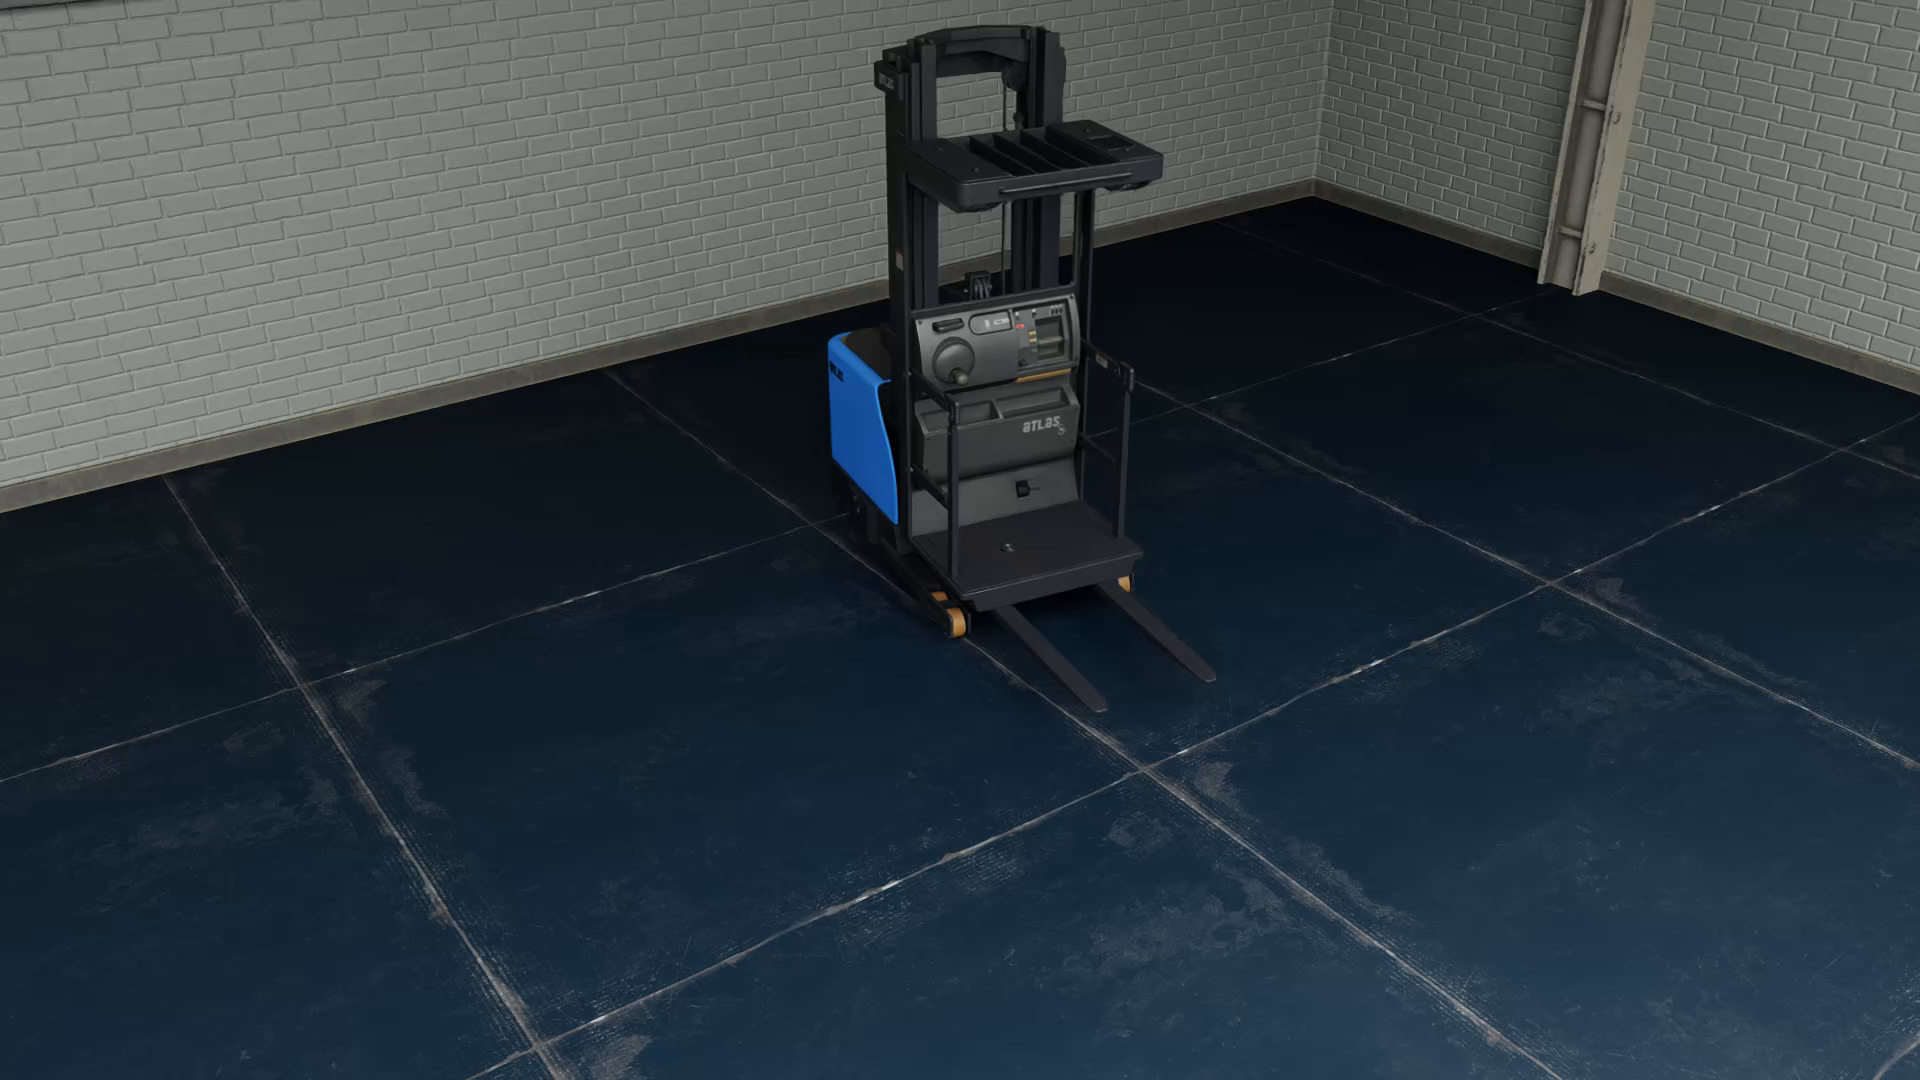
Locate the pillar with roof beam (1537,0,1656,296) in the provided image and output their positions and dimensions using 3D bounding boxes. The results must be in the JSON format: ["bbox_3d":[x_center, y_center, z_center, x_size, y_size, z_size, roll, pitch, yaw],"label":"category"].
[{"bbox_3d":[1.460,-4.842,9.237,9.100,9.000,0.400,-19,34,-31],"label":"pillar with roof beam"}]

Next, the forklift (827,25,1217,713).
[{"bbox_3d":[0.297,-1.005,8.530,1.130,2.935,3.031,-13,31,-22],"label":"forklift"}]
